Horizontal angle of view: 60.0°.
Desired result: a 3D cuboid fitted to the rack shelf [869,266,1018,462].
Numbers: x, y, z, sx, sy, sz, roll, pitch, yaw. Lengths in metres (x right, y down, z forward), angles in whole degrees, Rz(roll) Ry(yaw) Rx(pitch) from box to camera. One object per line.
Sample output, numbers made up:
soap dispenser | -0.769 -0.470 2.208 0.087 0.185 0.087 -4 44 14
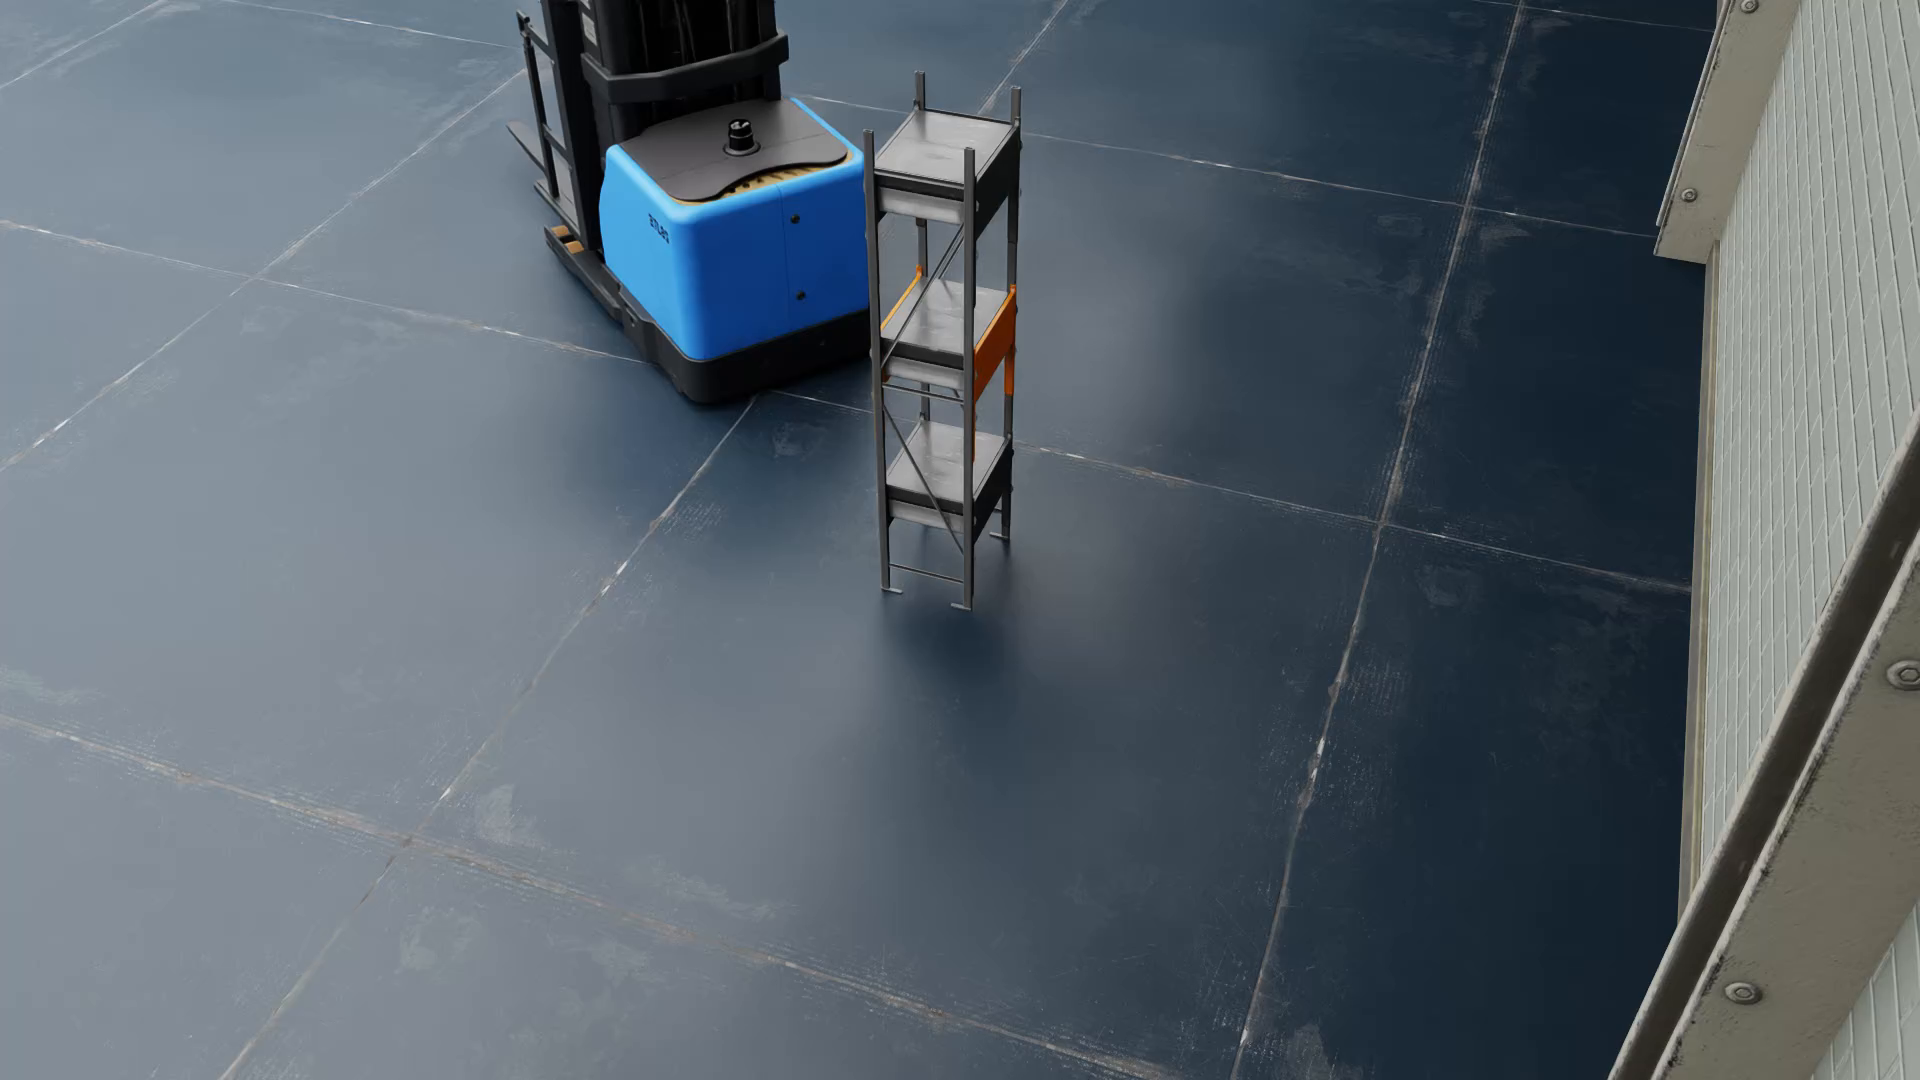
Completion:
rack shelf | -0.057 -0.687 6.459 0.431 0.518 0.480 13 42 15

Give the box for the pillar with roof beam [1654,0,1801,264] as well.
pillar with roof beam | -0.049 -6.019 7.372 9.100 9.000 0.400 13 42 15

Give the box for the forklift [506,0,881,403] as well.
forklift | -1.595 -2.698 8.154 1.130 2.935 3.031 -22 45 -24

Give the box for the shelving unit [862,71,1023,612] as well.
shelving unit | -0.057 -0.698 6.450 0.431 2.100 0.503 13 42 15

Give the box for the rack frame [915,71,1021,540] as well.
rack frame | 0.027 -0.847 6.625 0.400 2.100 0.015 13 42 15

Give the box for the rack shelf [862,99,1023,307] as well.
rack shelf | -0.057 -1.220 6.005 0.431 0.518 0.480 13 42 15

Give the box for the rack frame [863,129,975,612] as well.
rack frame | -0.140 -0.549 6.276 0.400 2.100 0.015 13 42 15

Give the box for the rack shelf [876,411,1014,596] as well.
rack shelf | -0.057 -0.155 6.913 0.431 0.518 0.480 13 42 15
